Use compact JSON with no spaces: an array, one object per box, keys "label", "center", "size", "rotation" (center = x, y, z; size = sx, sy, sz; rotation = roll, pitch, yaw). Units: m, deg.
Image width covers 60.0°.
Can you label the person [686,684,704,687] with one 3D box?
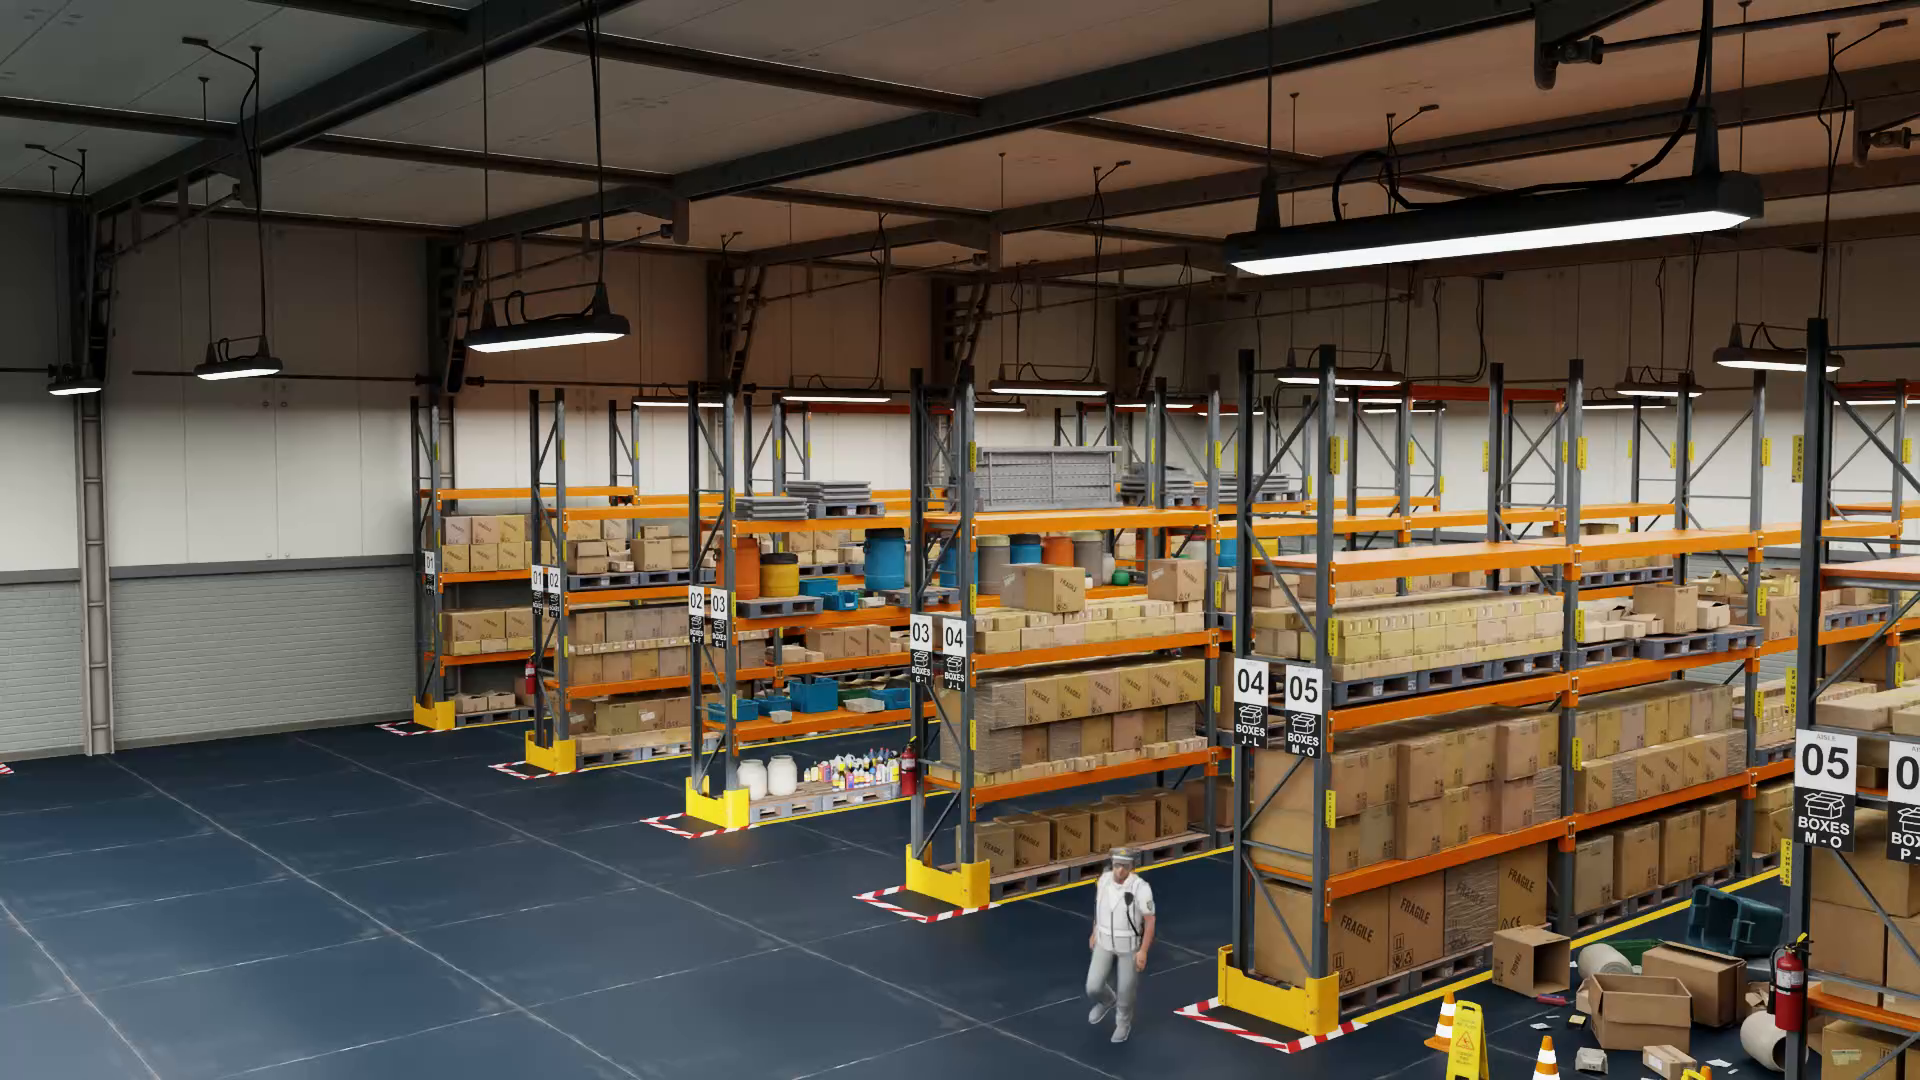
[{"label":"person","center":[-4.775,2.578,30.342],"size":[0.689,1.609,0.568],"rotation":[3,4,37]}]

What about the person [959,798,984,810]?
[{"label":"person","center":[0.026,3.088,23.032],"size":[0.951,1.420,0.615],"rotation":[-3,5,-44]}]

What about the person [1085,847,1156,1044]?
[{"label":"person","center":[1.380,3.460,14.271],"size":[0.665,1.748,0.588],"rotation":[1,4,23]}]
